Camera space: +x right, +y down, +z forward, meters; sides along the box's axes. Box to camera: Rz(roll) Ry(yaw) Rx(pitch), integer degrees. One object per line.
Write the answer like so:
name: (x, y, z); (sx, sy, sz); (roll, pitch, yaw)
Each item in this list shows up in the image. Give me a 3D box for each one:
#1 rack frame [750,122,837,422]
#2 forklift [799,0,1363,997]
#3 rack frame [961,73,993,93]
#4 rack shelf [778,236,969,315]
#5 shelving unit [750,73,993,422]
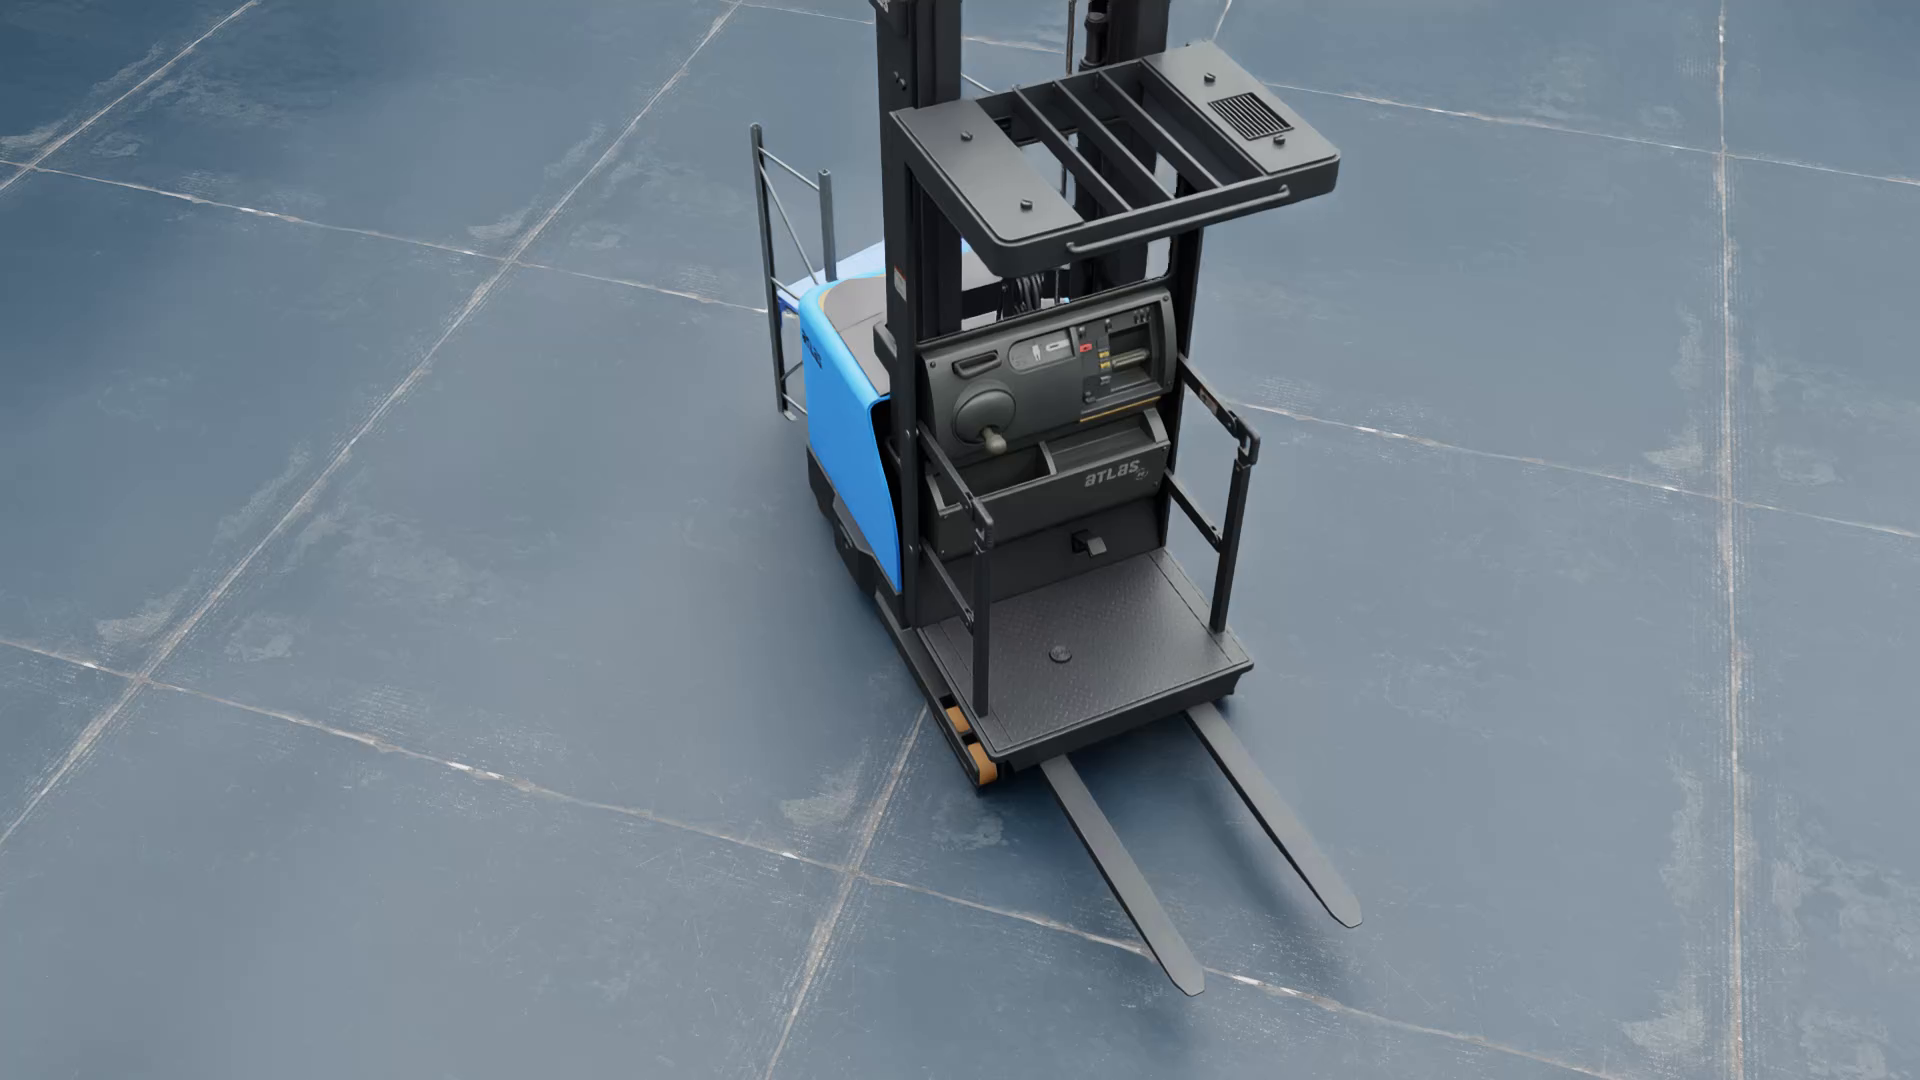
rack frame: (-0.677, -1.017, 7.116); (0.032, 1.500, 0.500); (-31, 52, -28)
forklift: (0.411, -0.483, 5.547); (1.130, 2.935, 3.031); (-18, 47, -17)
rack frame: (0.094, -1.480, 7.589); (0.013, 1.308, 0.475); (-31, 52, -28)
rack shelf: (-0.292, -1.168, 7.432); (0.952, 0.026, 0.459); (-31, 52, -28)
shelving unit: (-0.295, -1.247, 7.351); (1.039, 1.500, 0.500); (-31, 52, -28)
